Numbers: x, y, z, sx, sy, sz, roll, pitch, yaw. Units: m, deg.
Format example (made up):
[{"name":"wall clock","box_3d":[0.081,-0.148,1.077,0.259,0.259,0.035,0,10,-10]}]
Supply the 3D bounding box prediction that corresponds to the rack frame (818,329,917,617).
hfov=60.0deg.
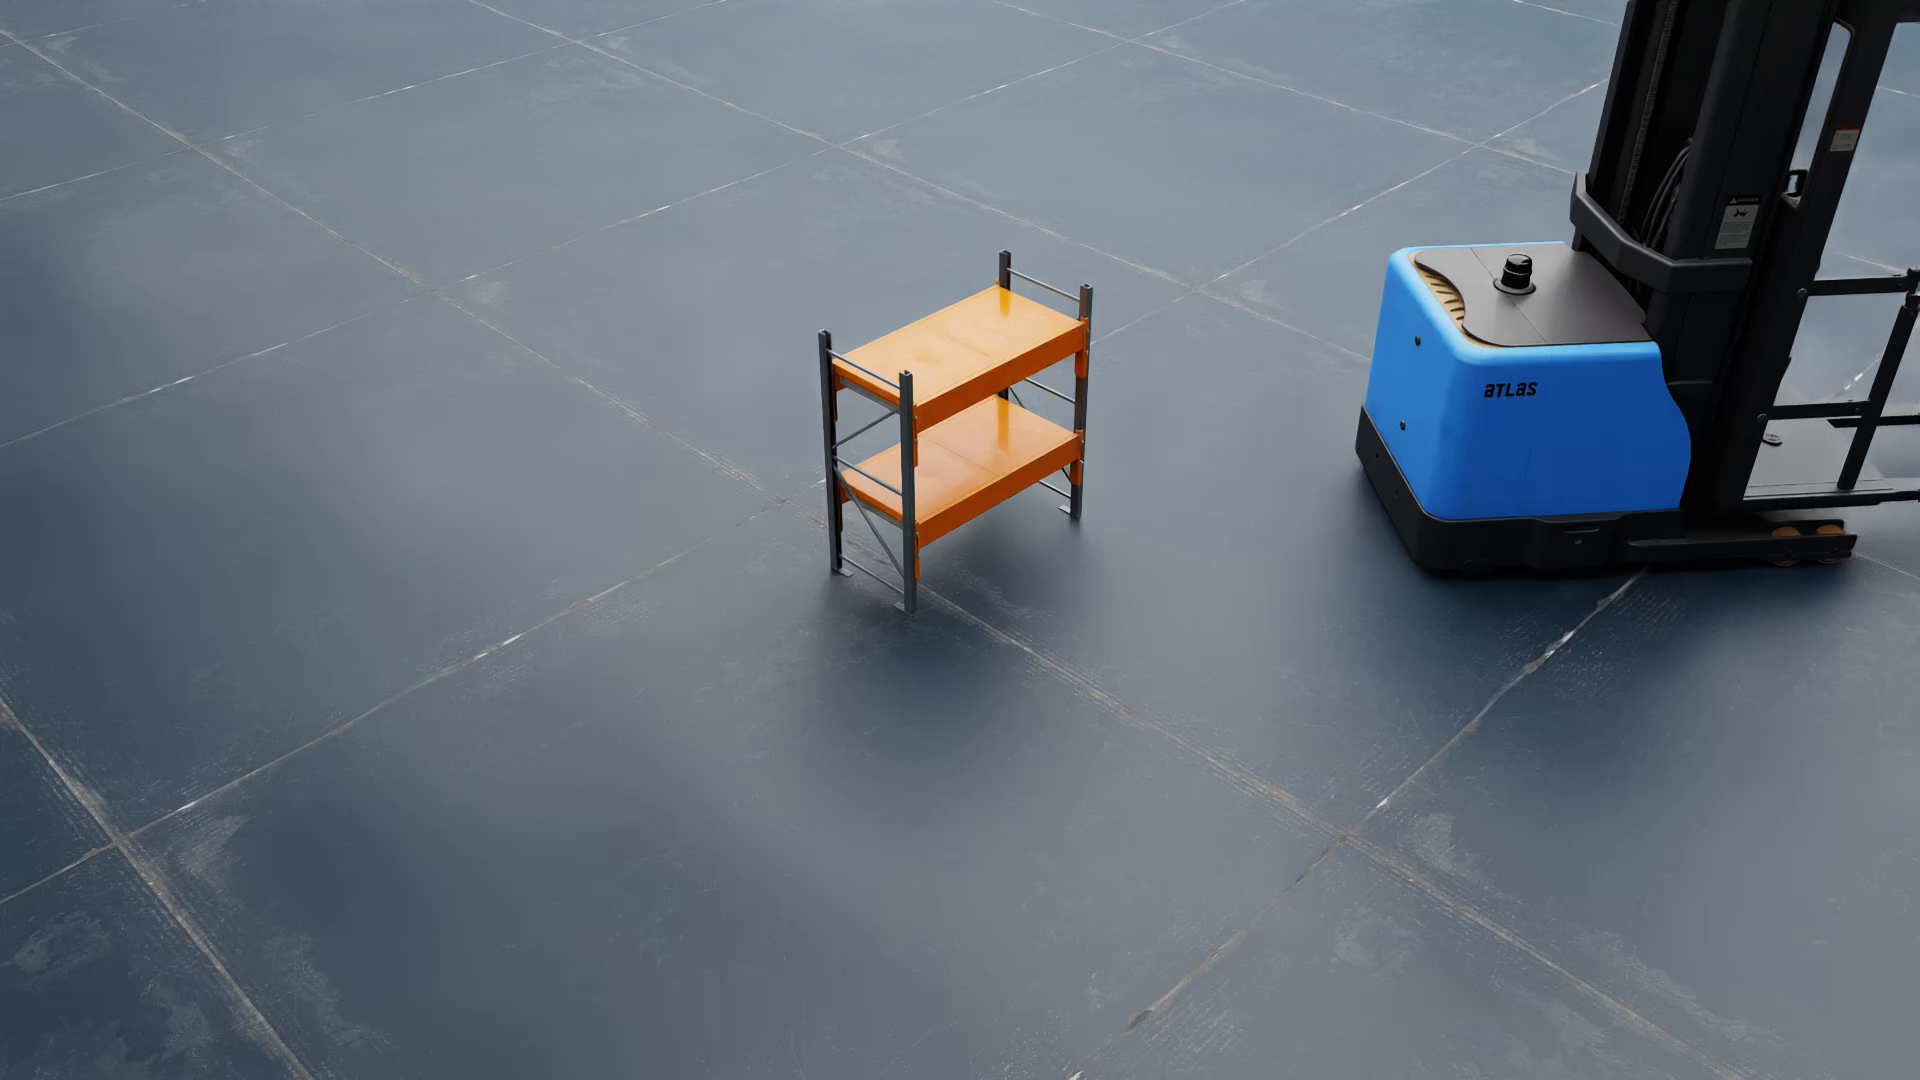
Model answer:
[{"name":"rack frame","box_3d":[-0.363,-0.252,6.628,0.500,1.125,0.032,30,45,35]}]

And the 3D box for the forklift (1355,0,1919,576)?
[{"name":"forklift","box_3d":[3.381,-1.391,6.683,3.031,2.935,1.130,-3,35,-4]}]

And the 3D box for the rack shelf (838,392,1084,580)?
[{"name":"rack shelf","box_3d":[-0.005,-0.258,7.064,0.538,0.278,1.000,30,45,35]}]

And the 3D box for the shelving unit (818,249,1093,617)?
[{"name":"shelving unit","box_3d":[-0.005,-0.459,6.924,0.538,1.125,1.048,30,45,35]}]

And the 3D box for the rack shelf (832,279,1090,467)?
[{"name":"rack shelf","box_3d":[-0.005,-0.699,6.757,0.538,0.278,1.000,30,45,35]}]

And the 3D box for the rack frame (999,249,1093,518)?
[{"name":"rack frame","box_3d":[0.353,-0.665,7.220,0.500,1.125,0.032,30,45,35]}]
